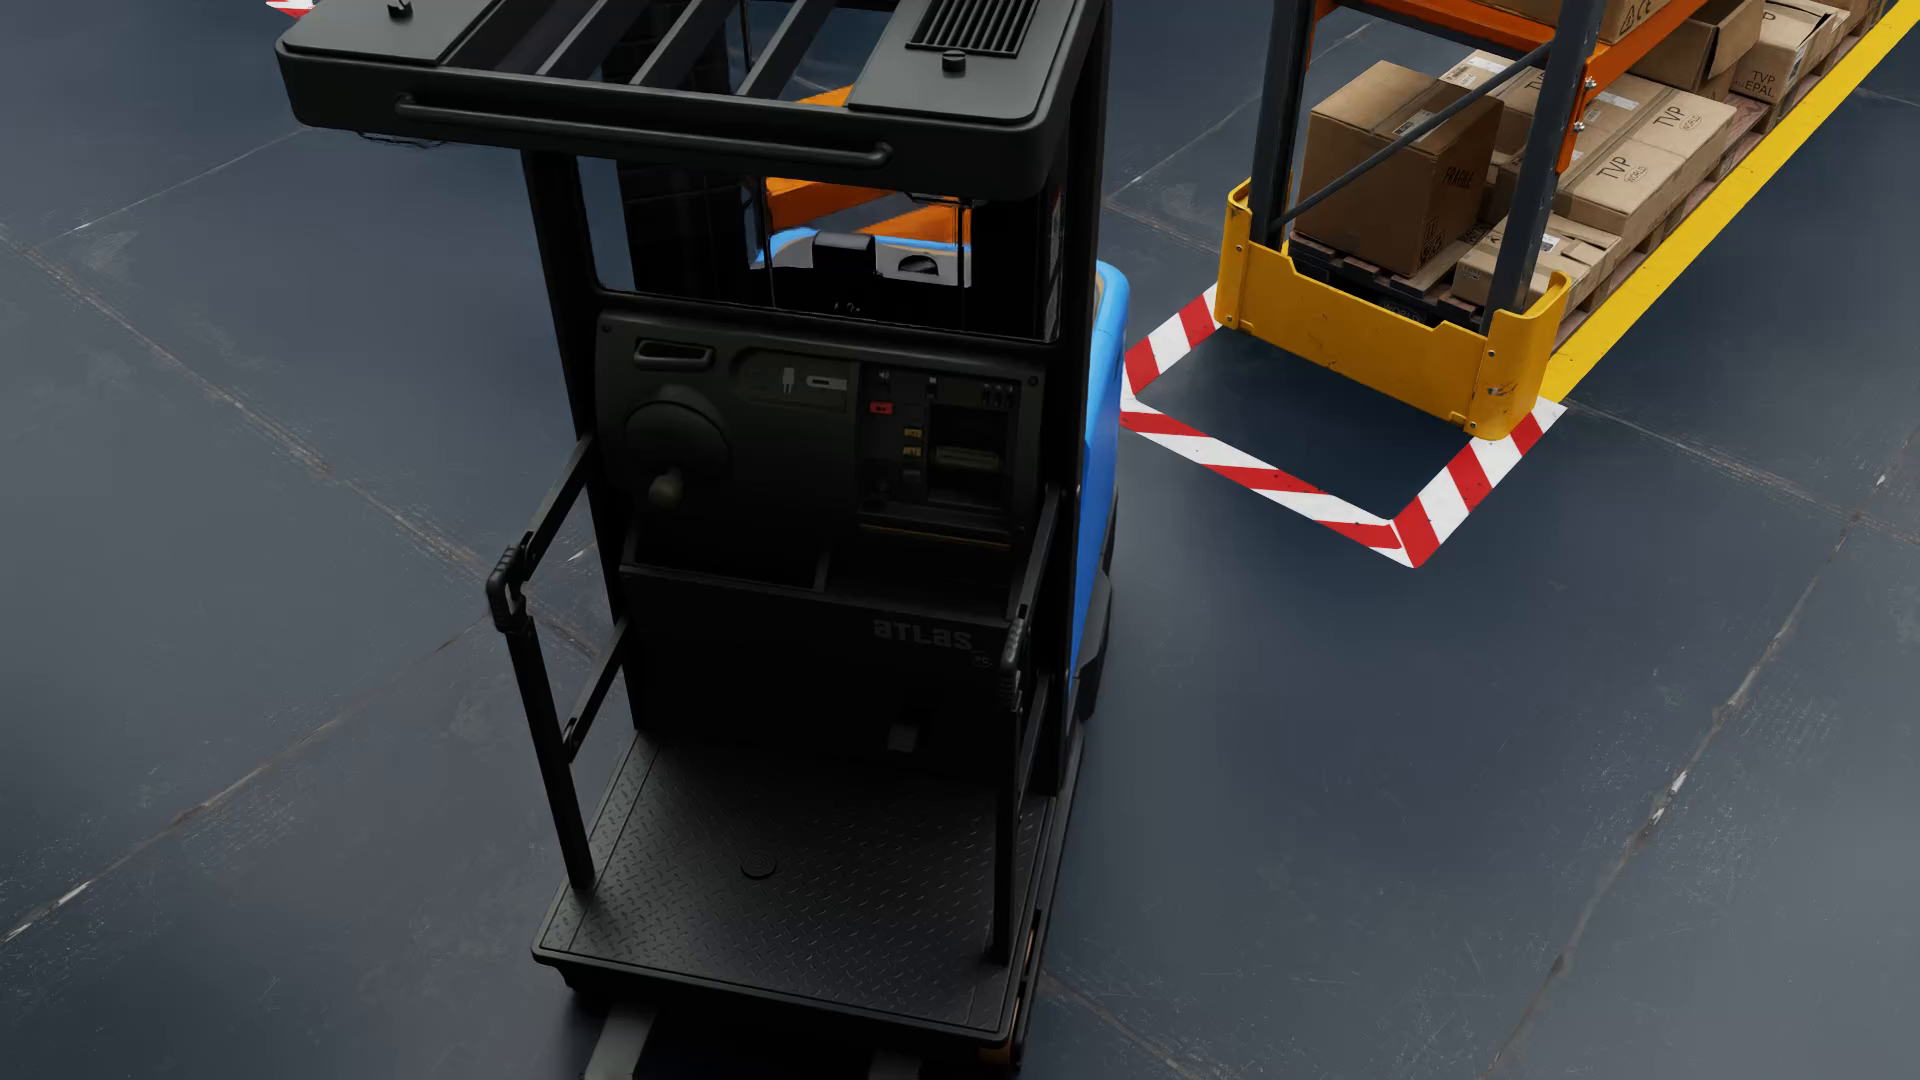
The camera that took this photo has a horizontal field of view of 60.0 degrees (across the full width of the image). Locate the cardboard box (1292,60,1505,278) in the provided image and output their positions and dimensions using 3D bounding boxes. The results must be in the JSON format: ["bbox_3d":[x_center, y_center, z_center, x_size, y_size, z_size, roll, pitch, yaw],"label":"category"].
[{"bbox_3d":[1.583,-1.353,6.039,0.500,0.500,0.500,29,50,28],"label":"cardboard box"}]

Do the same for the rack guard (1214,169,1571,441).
[{"bbox_3d":[1.471,-0.843,5.805,1.175,0.500,0.348,29,50,28],"label":"rack guard"}]

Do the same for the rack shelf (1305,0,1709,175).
[{"bbox_3d":[2.709,-2.492,6.296,1.077,0.370,4.000,29,50,28],"label":"rack shelf"}]

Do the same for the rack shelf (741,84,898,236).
[{"bbox_3d":[-0.279,-1.237,5.332,1.000,0.278,0.538,-23,46,-23],"label":"rack shelf"}]

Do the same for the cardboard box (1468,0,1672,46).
[{"bbox_3d":[1.909,-1.880,5.013,0.500,0.500,0.500,31,50,29],"label":"cardboard box"}]

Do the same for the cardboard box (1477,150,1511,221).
[{"bbox_3d":[1.913,-1.399,6.338,0.380,0.166,0.250,29,50,28],"label":"cardboard box"}]

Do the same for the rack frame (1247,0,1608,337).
[{"bbox_3d":[1.422,-1.729,4.921,1.000,3.000,0.127,29,50,28],"label":"rack frame"}]

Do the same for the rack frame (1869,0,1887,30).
[{"bbox_3d":[3.996,-3.788,7.187,1.000,3.000,0.127,29,50,28],"label":"rack frame"}]

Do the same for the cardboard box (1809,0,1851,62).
[{"bbox_3d":[3.651,-2.261,7.299,0.380,0.149,0.250,29,50,28],"label":"cardboard box"}]

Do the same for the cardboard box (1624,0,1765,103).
[{"bbox_3d":[2.791,-2.058,6.812,0.797,0.503,0.637,29,50,28],"label":"cardboard box"}]

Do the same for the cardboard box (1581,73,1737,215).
[{"bbox_3d":[2.632,-1.546,6.437,0.500,0.250,0.500,29,50,28],"label":"cardboard box"}]

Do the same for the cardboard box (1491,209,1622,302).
[{"bbox_3d":[2.115,-1.039,5.942,0.380,0.166,0.250,29,50,28],"label":"cardboard box"}]

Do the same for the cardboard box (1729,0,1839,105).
[{"bbox_3d":[3.364,-2.154,7.061,0.500,0.311,0.500,29,50,28],"label":"cardboard box"}]

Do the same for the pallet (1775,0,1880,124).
[{"bbox_3d":[3.553,-2.403,7.736,1.003,0.211,1.213,29,50,28],"label":"pallet"}]

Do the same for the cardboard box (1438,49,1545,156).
[{"bbox_3d":[2.217,-1.737,6.647,0.500,0.250,0.500,29,50,28],"label":"cardboard box"}]

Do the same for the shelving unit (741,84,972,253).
[{"bbox_3d":[-0.276,-1.018,5.525,1.048,1.125,0.538,-23,46,-23],"label":"shelving unit"}]

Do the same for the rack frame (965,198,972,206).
[{"bbox_3d":[0.154,-1.200,5.725,0.032,1.125,0.500,-23,46,-23],"label":"rack frame"}]

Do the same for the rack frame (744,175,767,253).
[{"bbox_3d":[-0.707,-0.836,5.325,0.032,1.125,0.500,-23,46,-23],"label":"rack frame"}]

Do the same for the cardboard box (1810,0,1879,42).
[{"bbox_3d":[3.846,-2.610,7.422,0.500,0.500,0.500,29,50,28],"label":"cardboard box"}]

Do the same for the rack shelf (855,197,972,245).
[{"bbox_3d":[-0.274,-0.834,5.687,1.000,0.278,0.538,-23,46,-23],"label":"rack shelf"}]

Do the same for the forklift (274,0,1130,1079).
[{"bbox_3d":[-0.335,-0.138,3.223,1.130,2.935,3.031,8,43,9],"label":"forklift"}]

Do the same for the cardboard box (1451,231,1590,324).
[{"bbox_3d":[1.954,-0.903,5.806,0.380,0.149,0.250,29,50,28],"label":"cardboard box"}]

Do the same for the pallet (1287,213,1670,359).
[{"bbox_3d":[1.983,-1.147,6.355,1.003,0.211,1.213,29,50,28],"label":"pallet"}]

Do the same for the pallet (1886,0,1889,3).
[{"bbox_3d":[4.491,-3.192,8.603,1.003,0.211,1.213,29,50,28],"label":"pallet"}]

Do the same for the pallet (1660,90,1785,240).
[{"bbox_3d":[2.768,-1.772,7.042,1.003,0.211,1.213,29,50,28],"label":"pallet"}]

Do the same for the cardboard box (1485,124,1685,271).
[{"bbox_3d":[2.311,-1.289,6.154,0.500,0.250,0.500,29,50,28],"label":"cardboard box"}]
